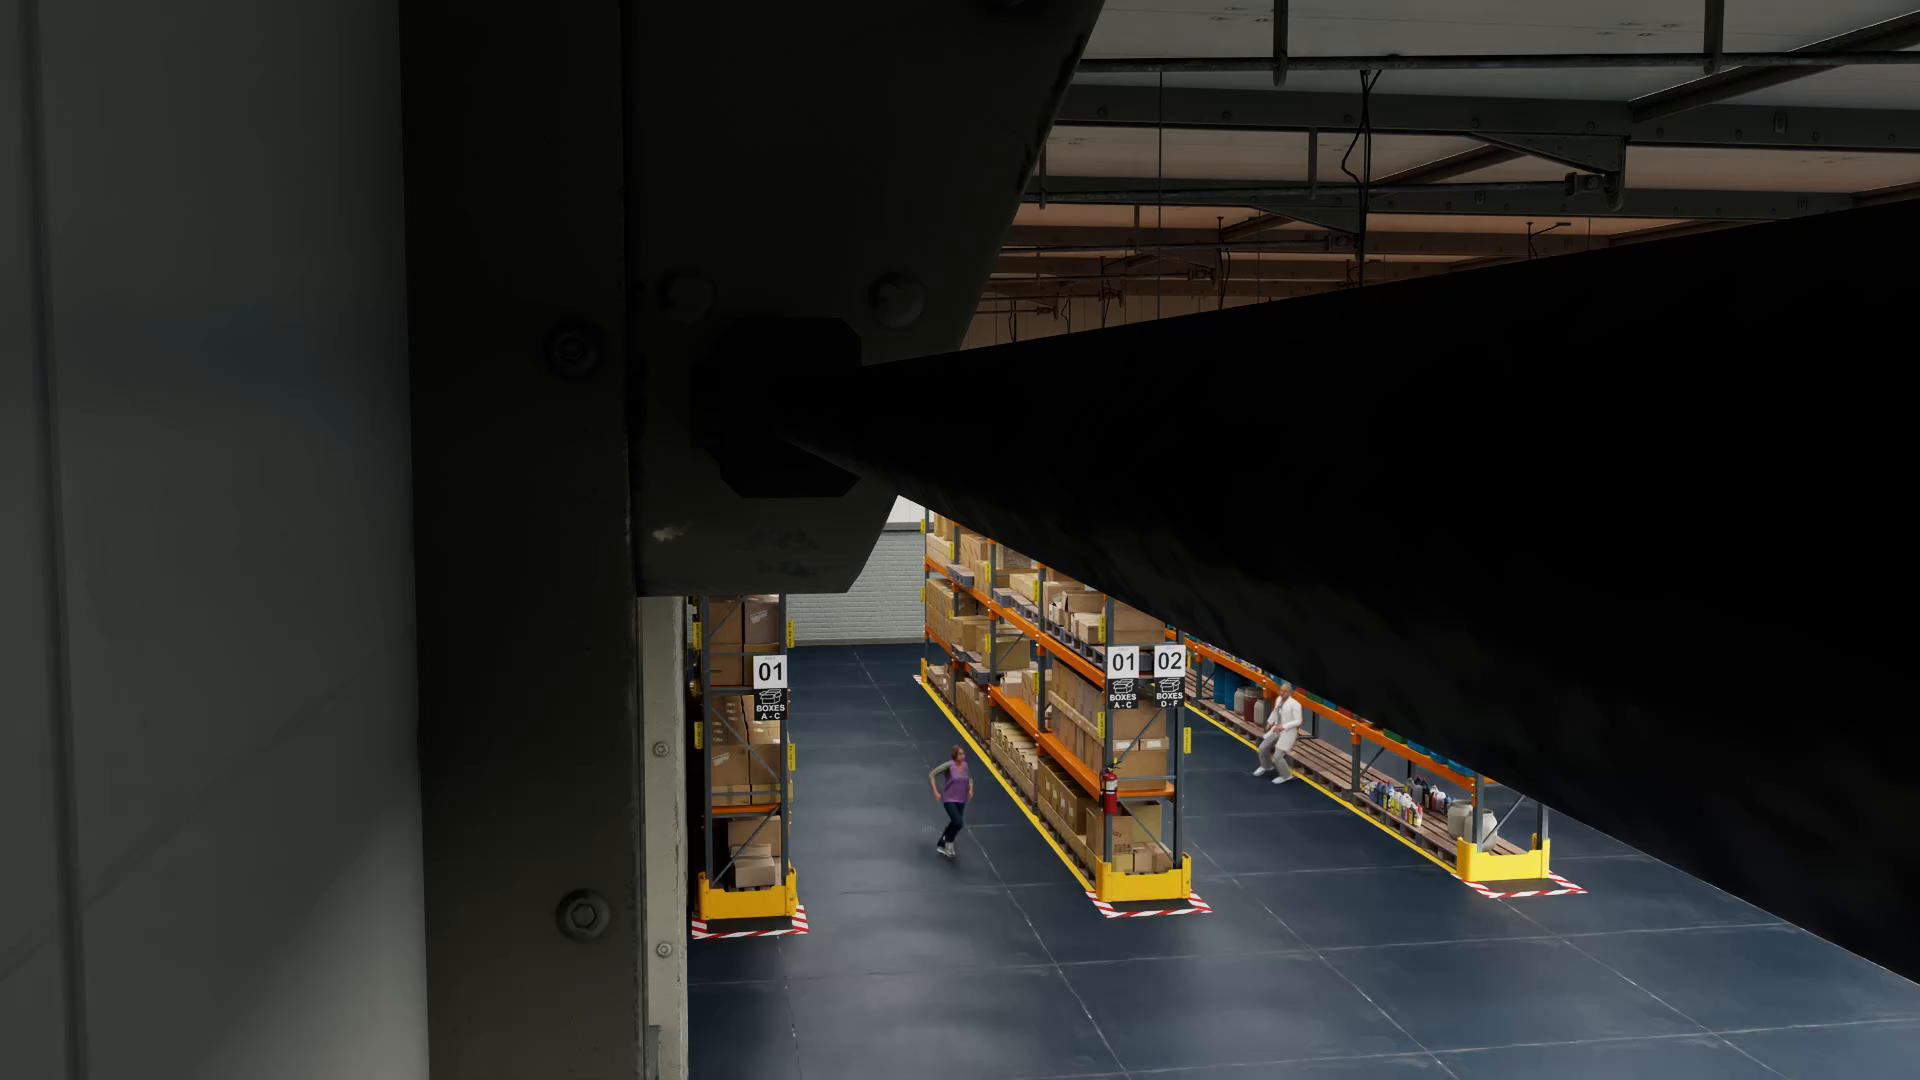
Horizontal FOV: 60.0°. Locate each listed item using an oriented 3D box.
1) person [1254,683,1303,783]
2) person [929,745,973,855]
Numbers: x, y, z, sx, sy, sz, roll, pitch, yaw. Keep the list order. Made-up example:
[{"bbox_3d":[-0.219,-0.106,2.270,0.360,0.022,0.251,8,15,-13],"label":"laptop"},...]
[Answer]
[{"bbox_3d":[5.152,3.138,26.991,0.646,1.688,0.945,-4,6,-38],"label":"person"},{"bbox_3d":[-0.104,3.554,22.621,0.623,1.554,0.600,-3,6,-35],"label":"person"}]
